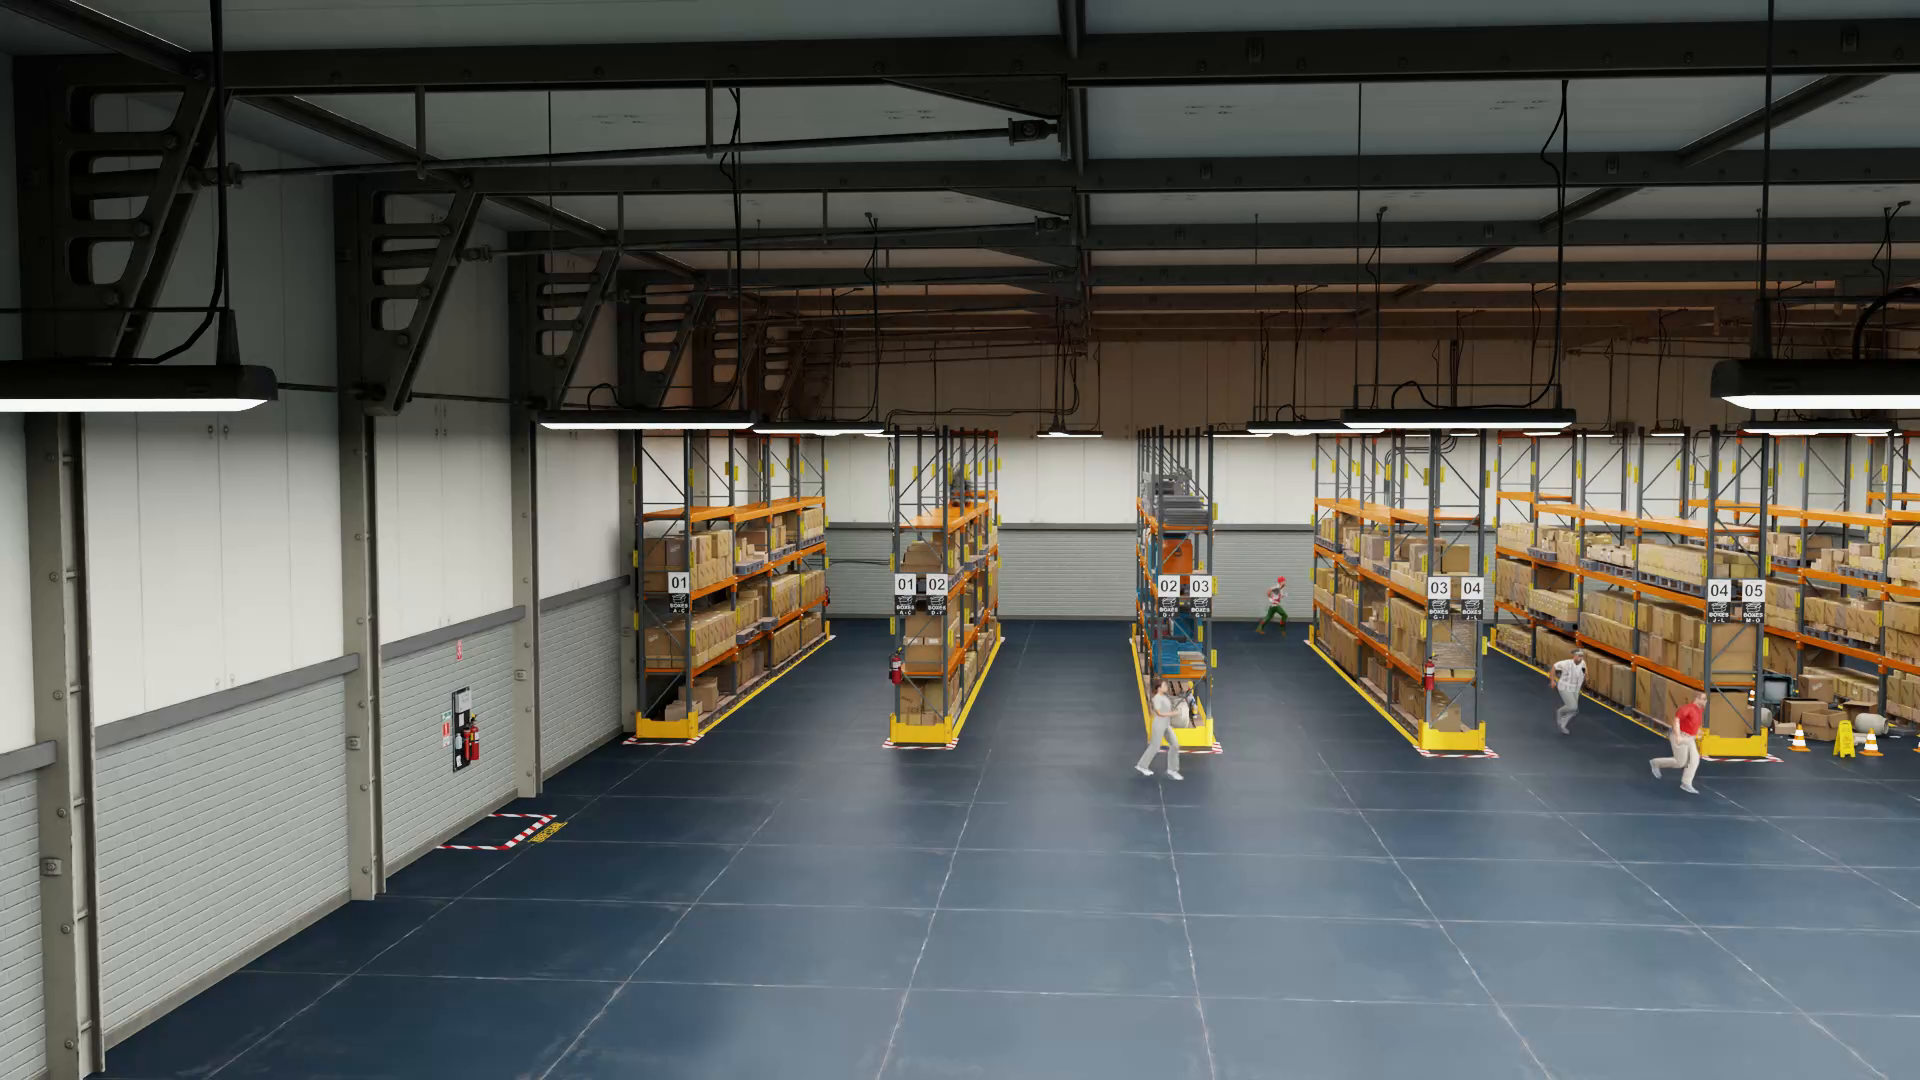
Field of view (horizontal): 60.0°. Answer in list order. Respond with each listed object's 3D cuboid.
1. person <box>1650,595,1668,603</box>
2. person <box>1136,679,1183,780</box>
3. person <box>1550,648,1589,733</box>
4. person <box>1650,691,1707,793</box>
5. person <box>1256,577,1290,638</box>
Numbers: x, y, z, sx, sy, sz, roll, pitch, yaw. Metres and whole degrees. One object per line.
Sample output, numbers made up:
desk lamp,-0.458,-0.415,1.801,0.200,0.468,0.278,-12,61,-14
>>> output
person,19.872,2.036,47.247,0.854,1.676,0.585,1,4,16
person,3.361,3.192,28.065,0.796,1.718,0.551,2,4,27
person,11.924,2.933,32.387,0.648,1.696,0.735,-1,4,-23
person,11.787,3.283,27.260,0.883,1.686,0.664,3,5,42
person,9.103,1.950,48.307,0.972,1.783,0.649,1,3,8
